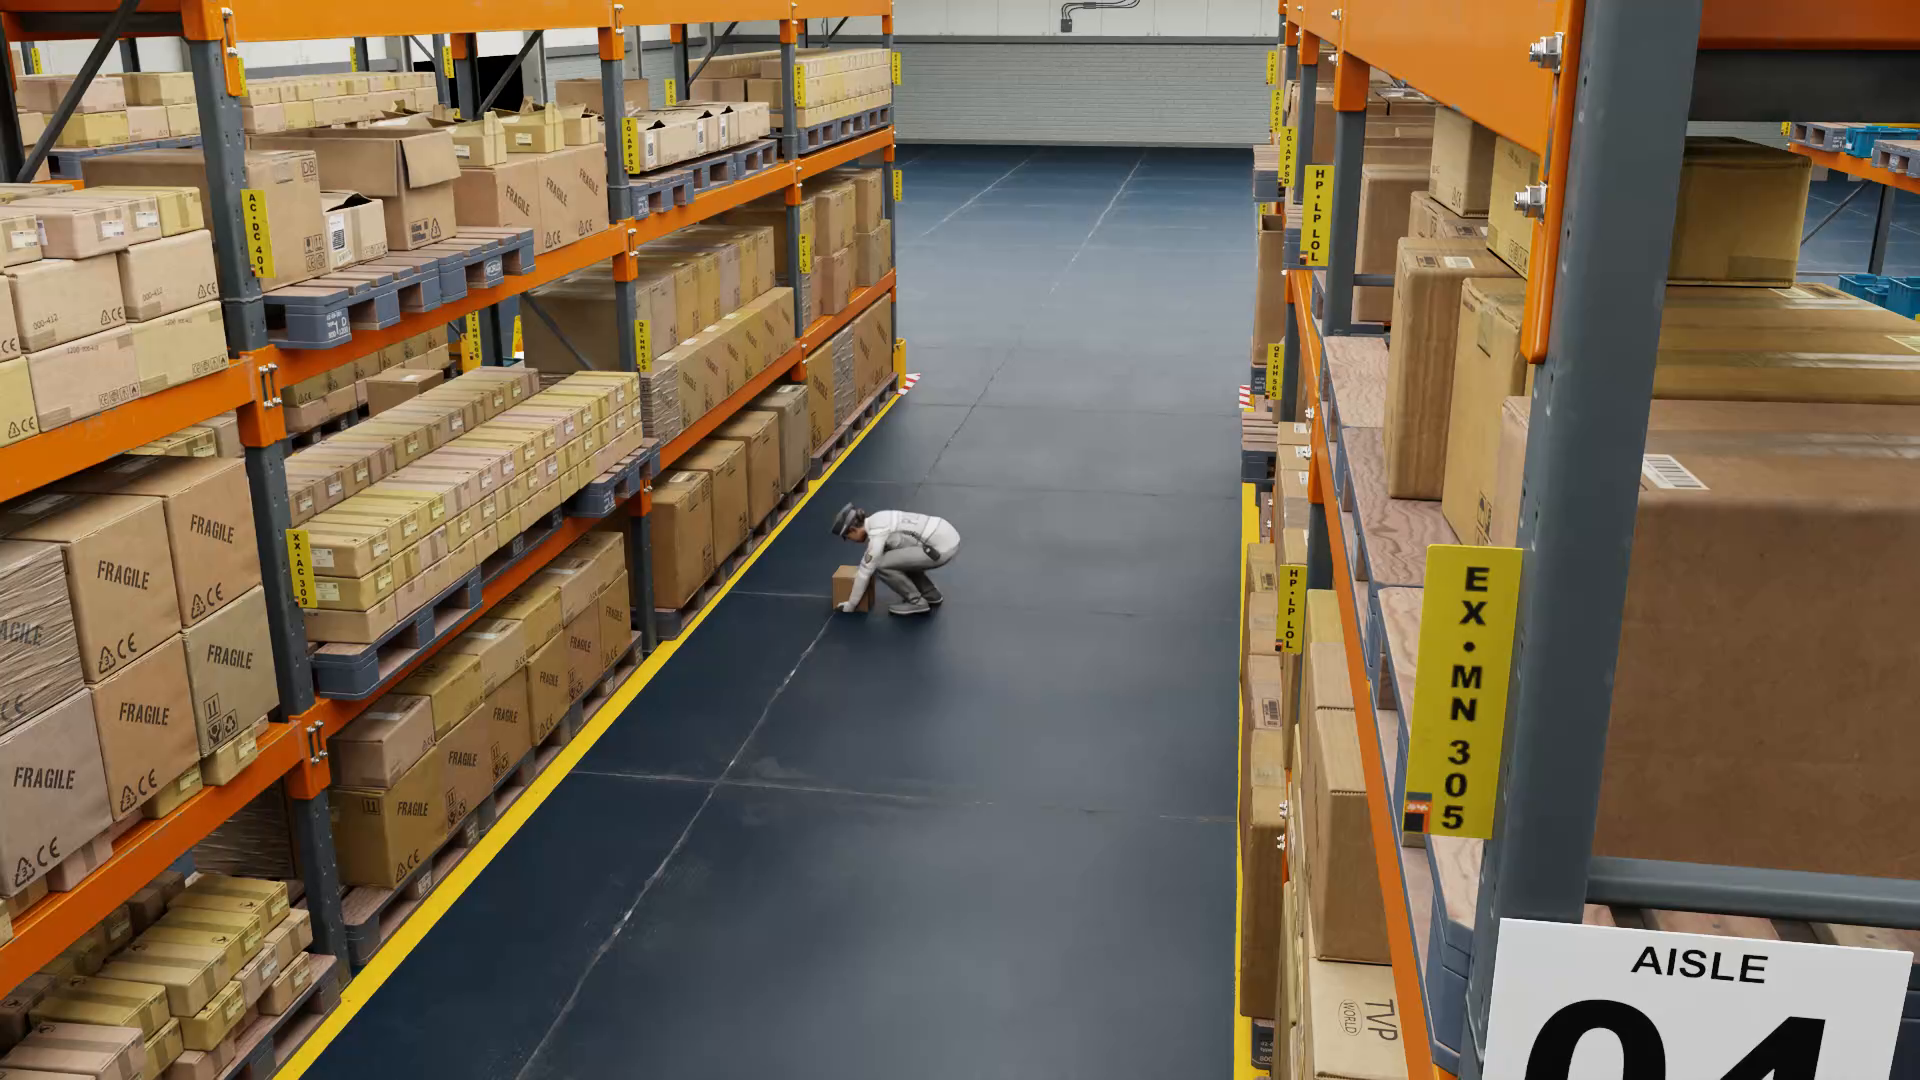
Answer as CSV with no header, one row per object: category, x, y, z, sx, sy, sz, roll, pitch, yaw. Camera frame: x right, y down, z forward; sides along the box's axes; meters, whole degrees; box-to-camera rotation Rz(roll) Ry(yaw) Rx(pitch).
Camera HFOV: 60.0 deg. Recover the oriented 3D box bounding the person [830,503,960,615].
person,-0.458,0.125,11.662,0.907,0.781,0.454,2,18,7
